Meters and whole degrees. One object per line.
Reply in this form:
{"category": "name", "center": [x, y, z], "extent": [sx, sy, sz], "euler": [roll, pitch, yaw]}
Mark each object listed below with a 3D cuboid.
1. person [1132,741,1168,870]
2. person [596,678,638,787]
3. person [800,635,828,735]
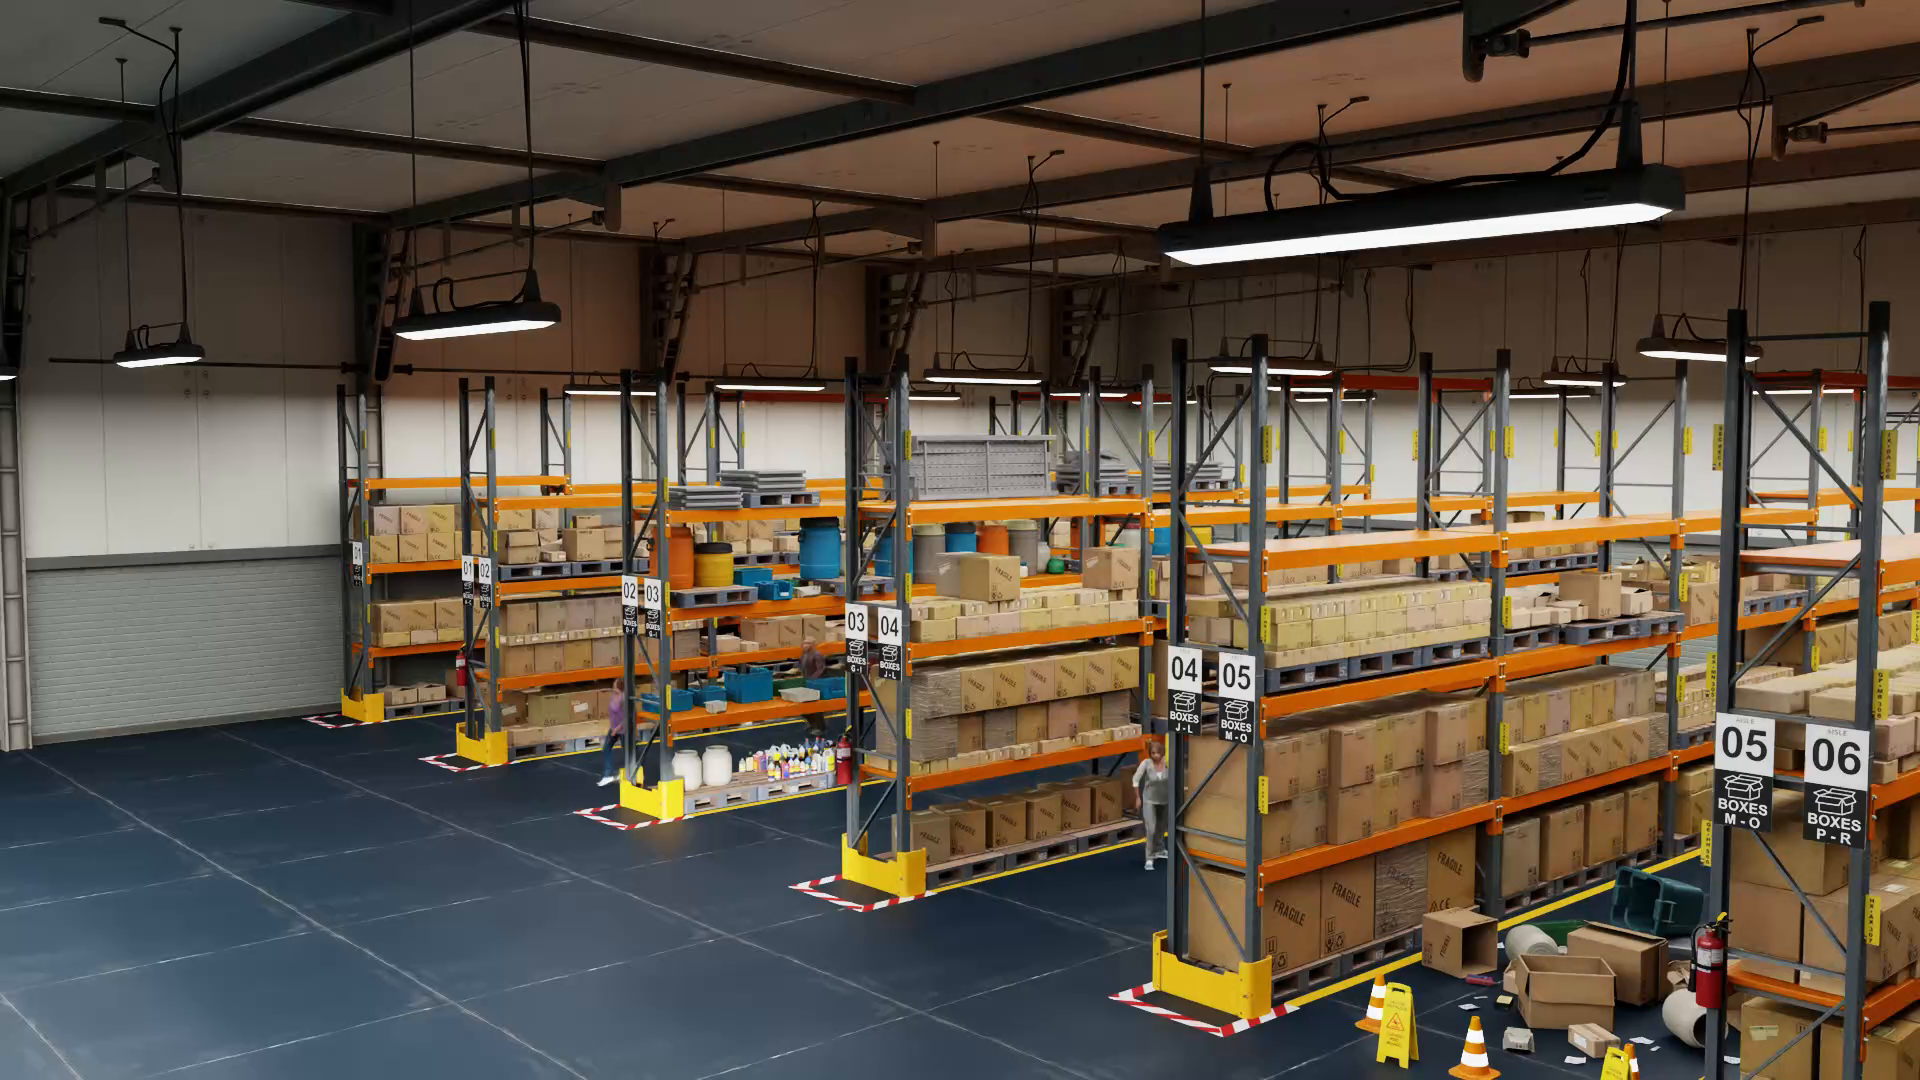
{"category": "person", "center": [2.364, 3.114, 19.685], "extent": [0.607, 1.534, 0.765], "euler": [-1, 4, -16]}
{"category": "person", "center": [-4.897, 2.790, 24.225], "extent": [0.662, 1.600, 0.541], "euler": [-4, 5, -44]}
{"category": "person", "center": [-2.518, 2.453, 27.940], "extent": [0.705, 1.721, 0.823], "euler": [3, 5, 43]}
